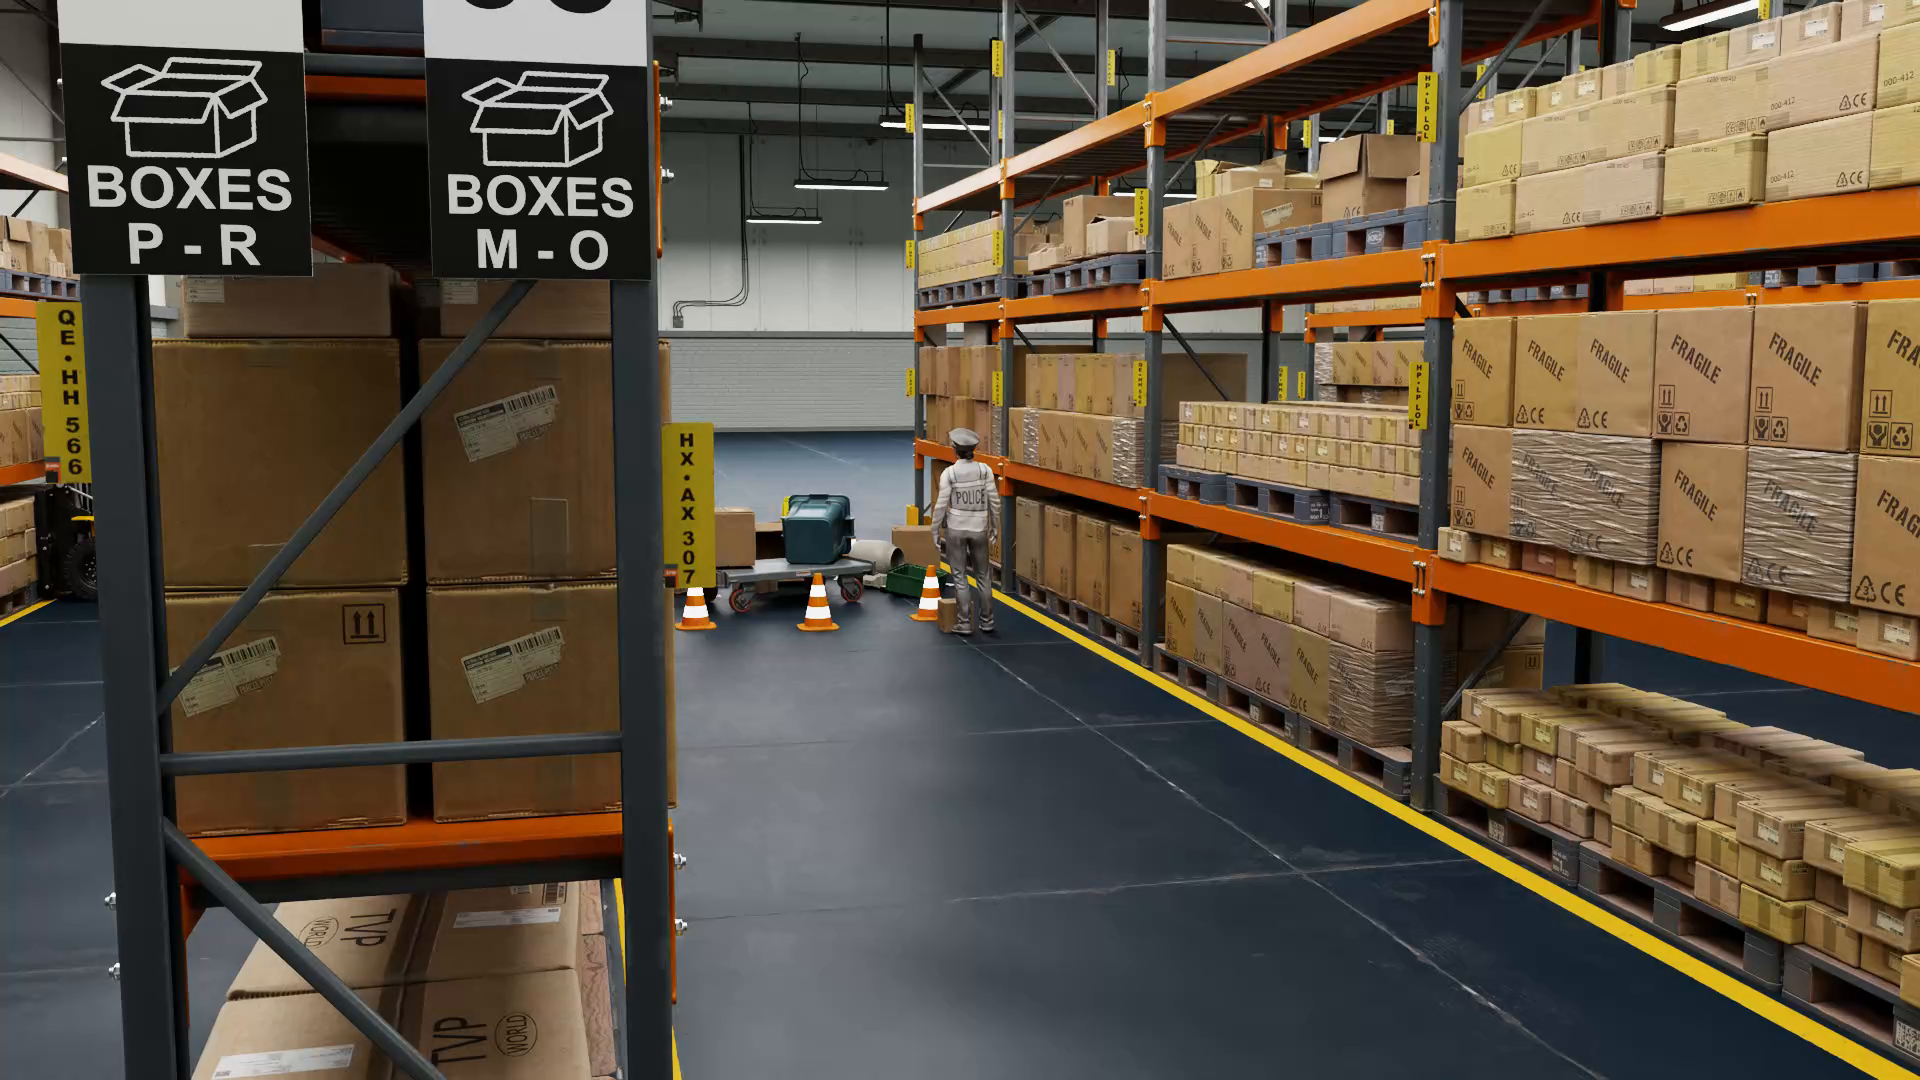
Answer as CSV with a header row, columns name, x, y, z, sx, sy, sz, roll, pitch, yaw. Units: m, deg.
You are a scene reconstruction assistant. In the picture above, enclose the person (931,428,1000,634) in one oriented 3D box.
name,x,y,z,sx,sy,sz,roll,pitch,yaw
person,0.039,-0.074,13.624,0.586,1.694,0.530,-2,6,-14
